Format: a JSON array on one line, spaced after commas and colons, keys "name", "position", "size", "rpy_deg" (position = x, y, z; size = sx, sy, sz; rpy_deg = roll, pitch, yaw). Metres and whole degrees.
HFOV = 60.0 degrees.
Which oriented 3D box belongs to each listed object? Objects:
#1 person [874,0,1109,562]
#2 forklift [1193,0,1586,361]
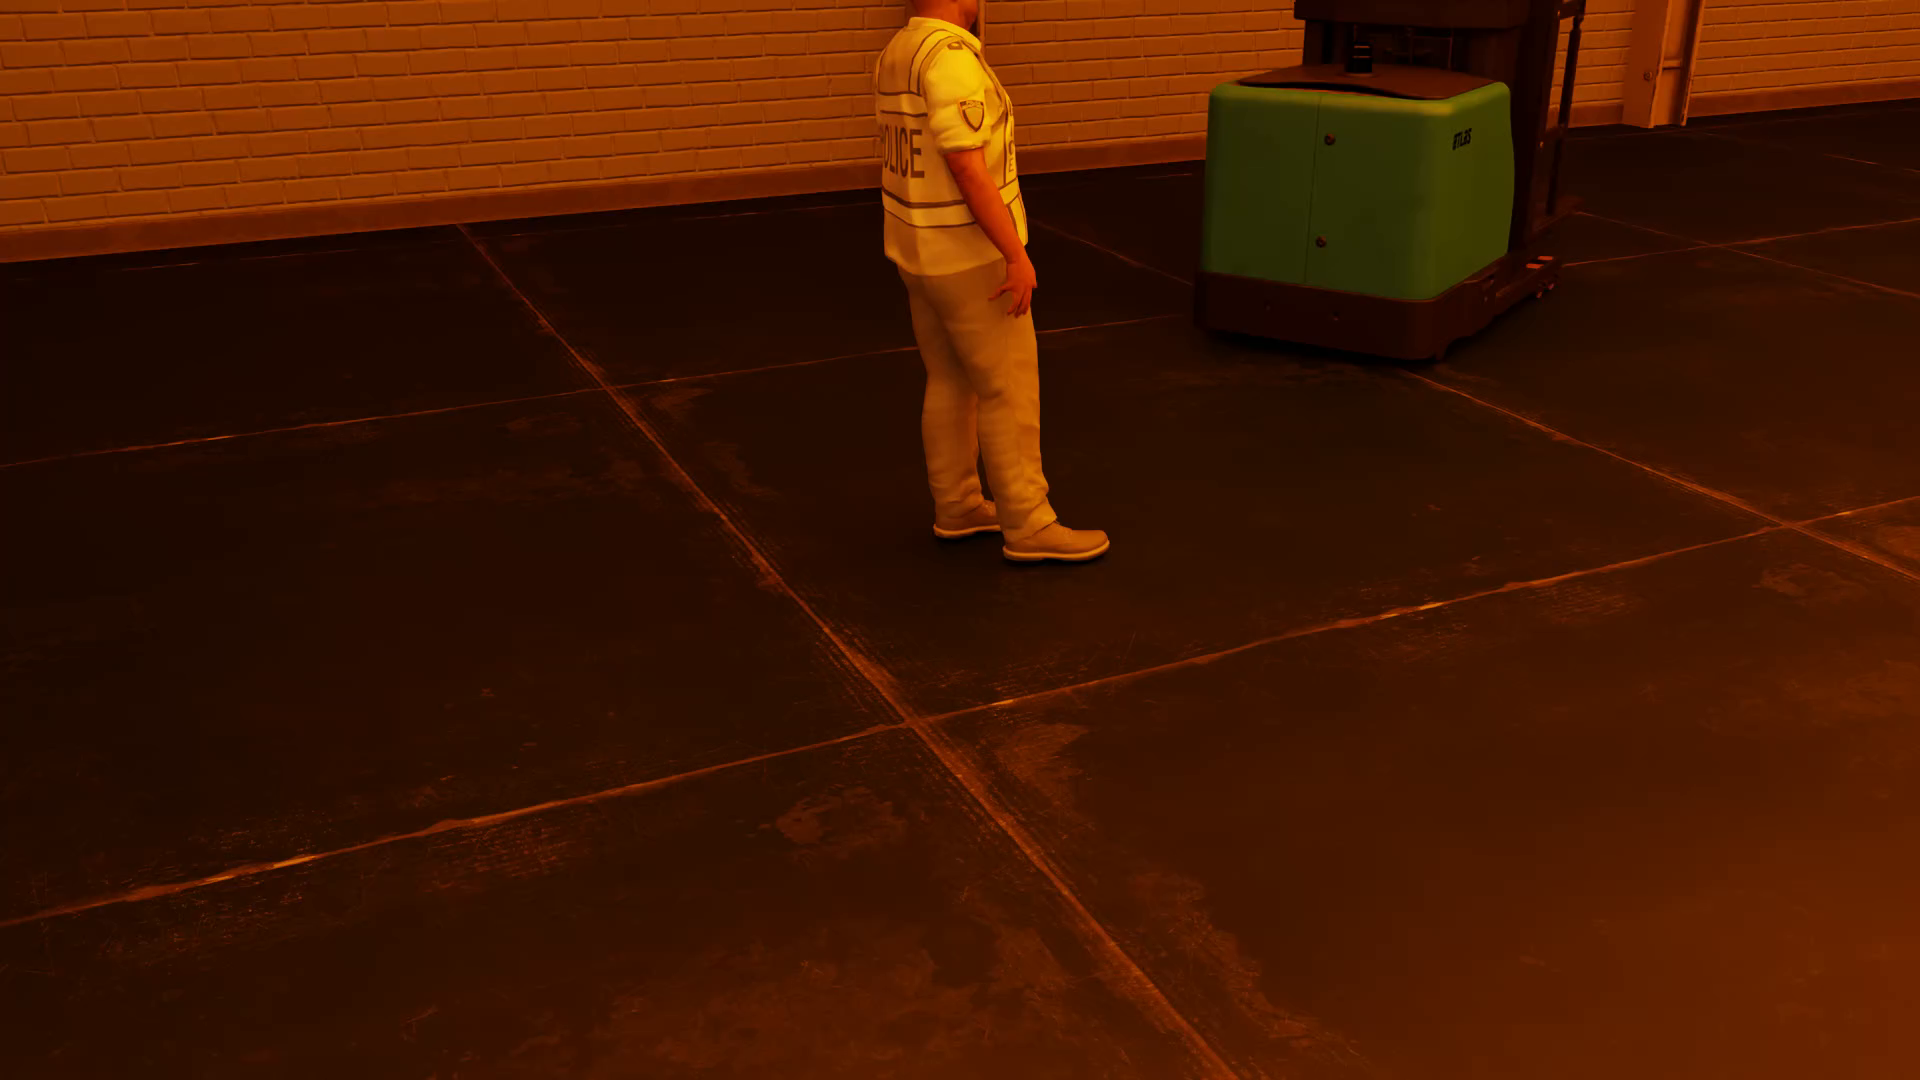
[{"name": "person", "position": [0.076, -0.839, 4.783], "size": [0.574, 1.781, 0.641], "rpy_deg": [-10, 25, -23]}, {"name": "forklift", "position": [2.243, -2.585, 7.508], "size": [1.130, 2.935, 3.031], "rpy_deg": [14, 27, 31]}]
